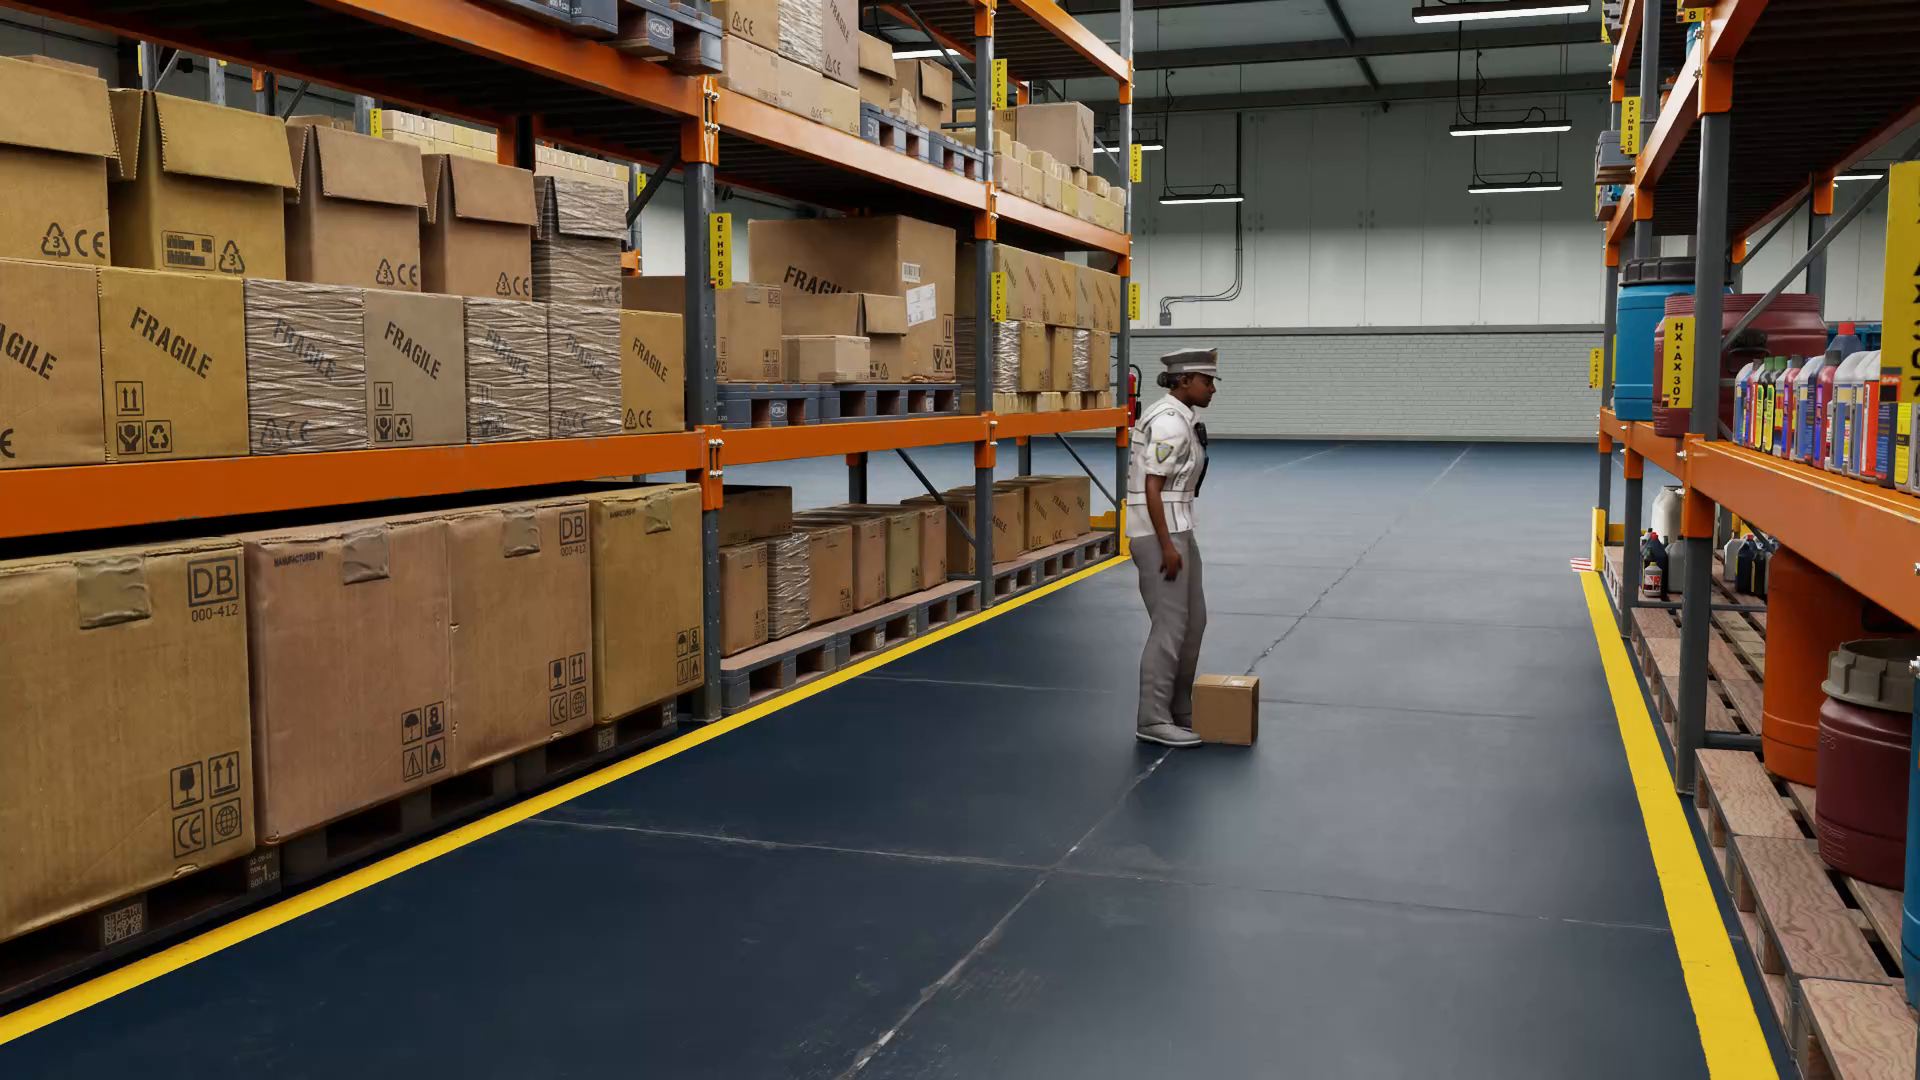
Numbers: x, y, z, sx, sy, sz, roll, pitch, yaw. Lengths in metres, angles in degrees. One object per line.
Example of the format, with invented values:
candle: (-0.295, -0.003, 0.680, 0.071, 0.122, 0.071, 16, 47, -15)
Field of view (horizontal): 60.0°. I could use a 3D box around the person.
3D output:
person: (0.917, 0.015, 7.085, 0.416, 1.659, 0.505, 2, 6, 19)
